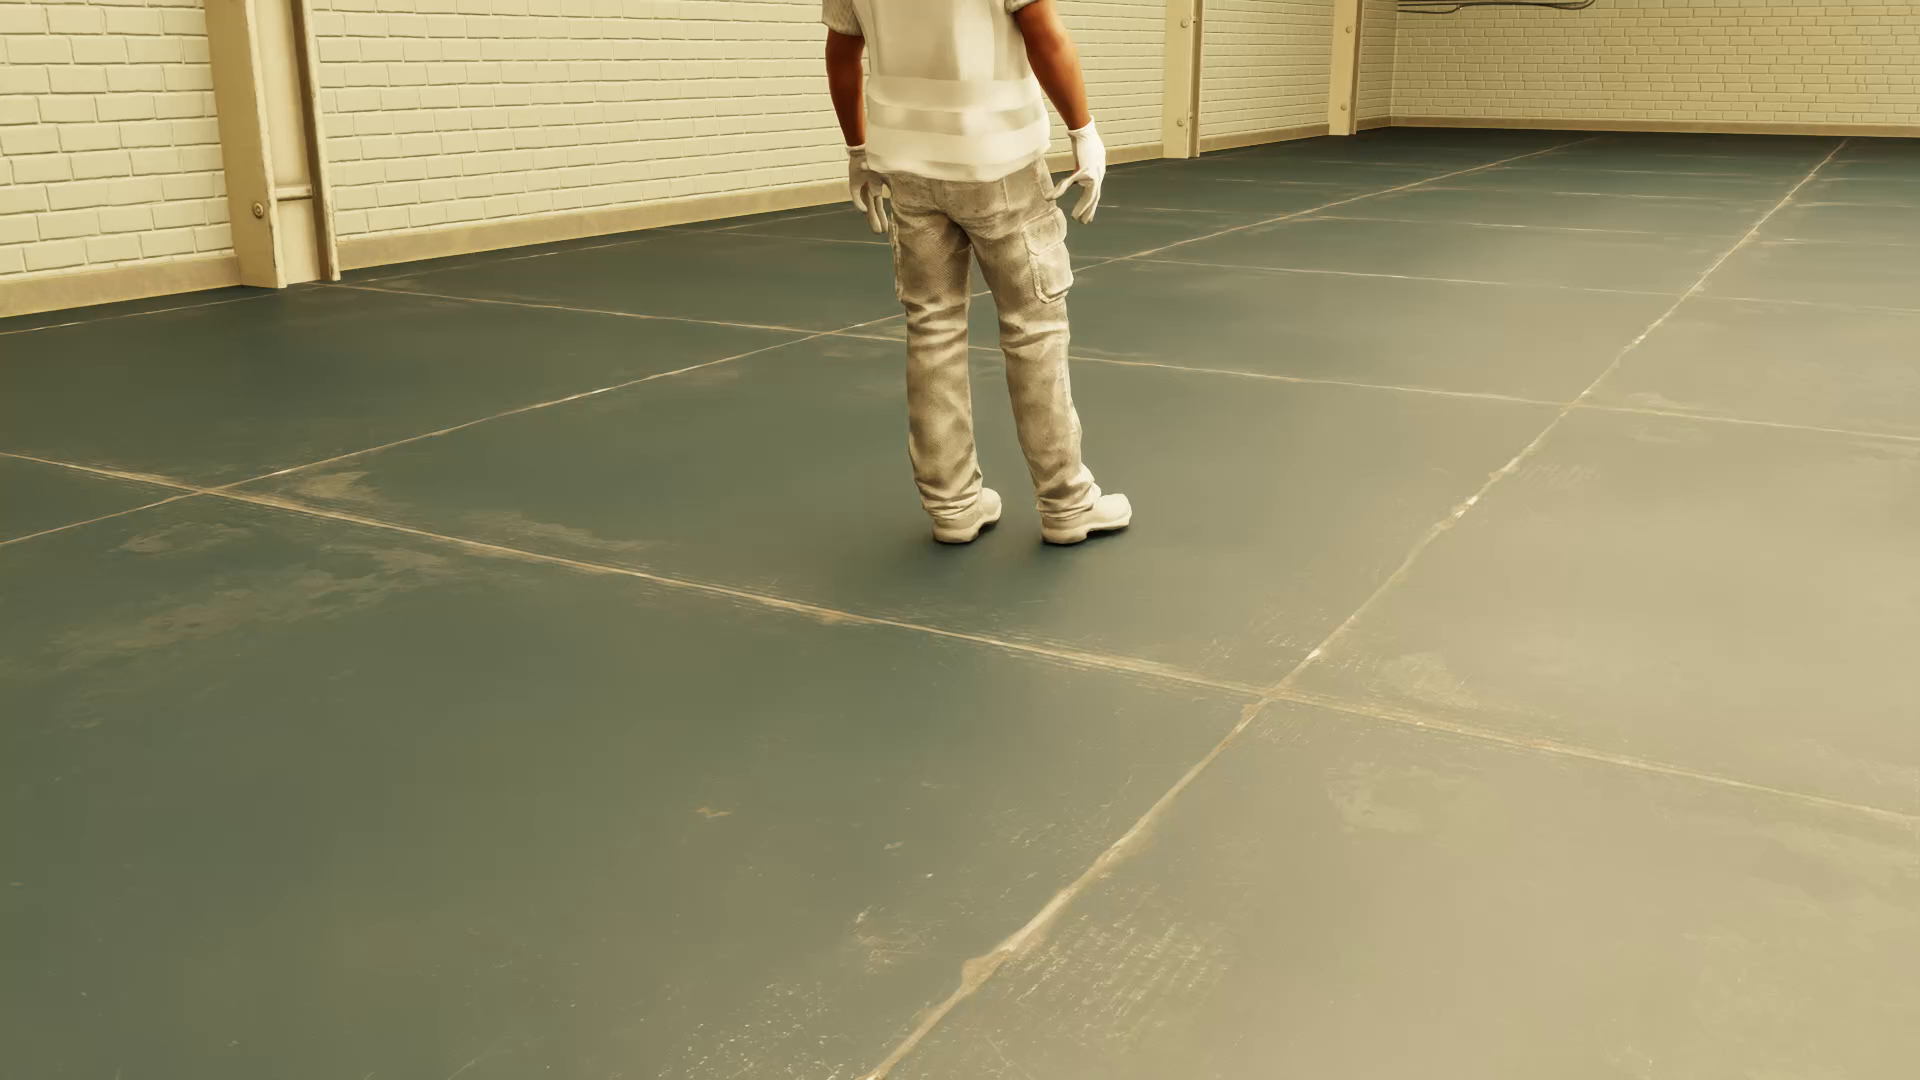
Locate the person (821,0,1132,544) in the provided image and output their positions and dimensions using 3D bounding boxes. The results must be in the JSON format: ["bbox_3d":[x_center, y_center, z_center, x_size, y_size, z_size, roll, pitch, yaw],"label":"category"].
[{"bbox_3d":[0.043,-0.879,3.842,0.656,1.782,0.577,9,19,28],"label":"person"}]
